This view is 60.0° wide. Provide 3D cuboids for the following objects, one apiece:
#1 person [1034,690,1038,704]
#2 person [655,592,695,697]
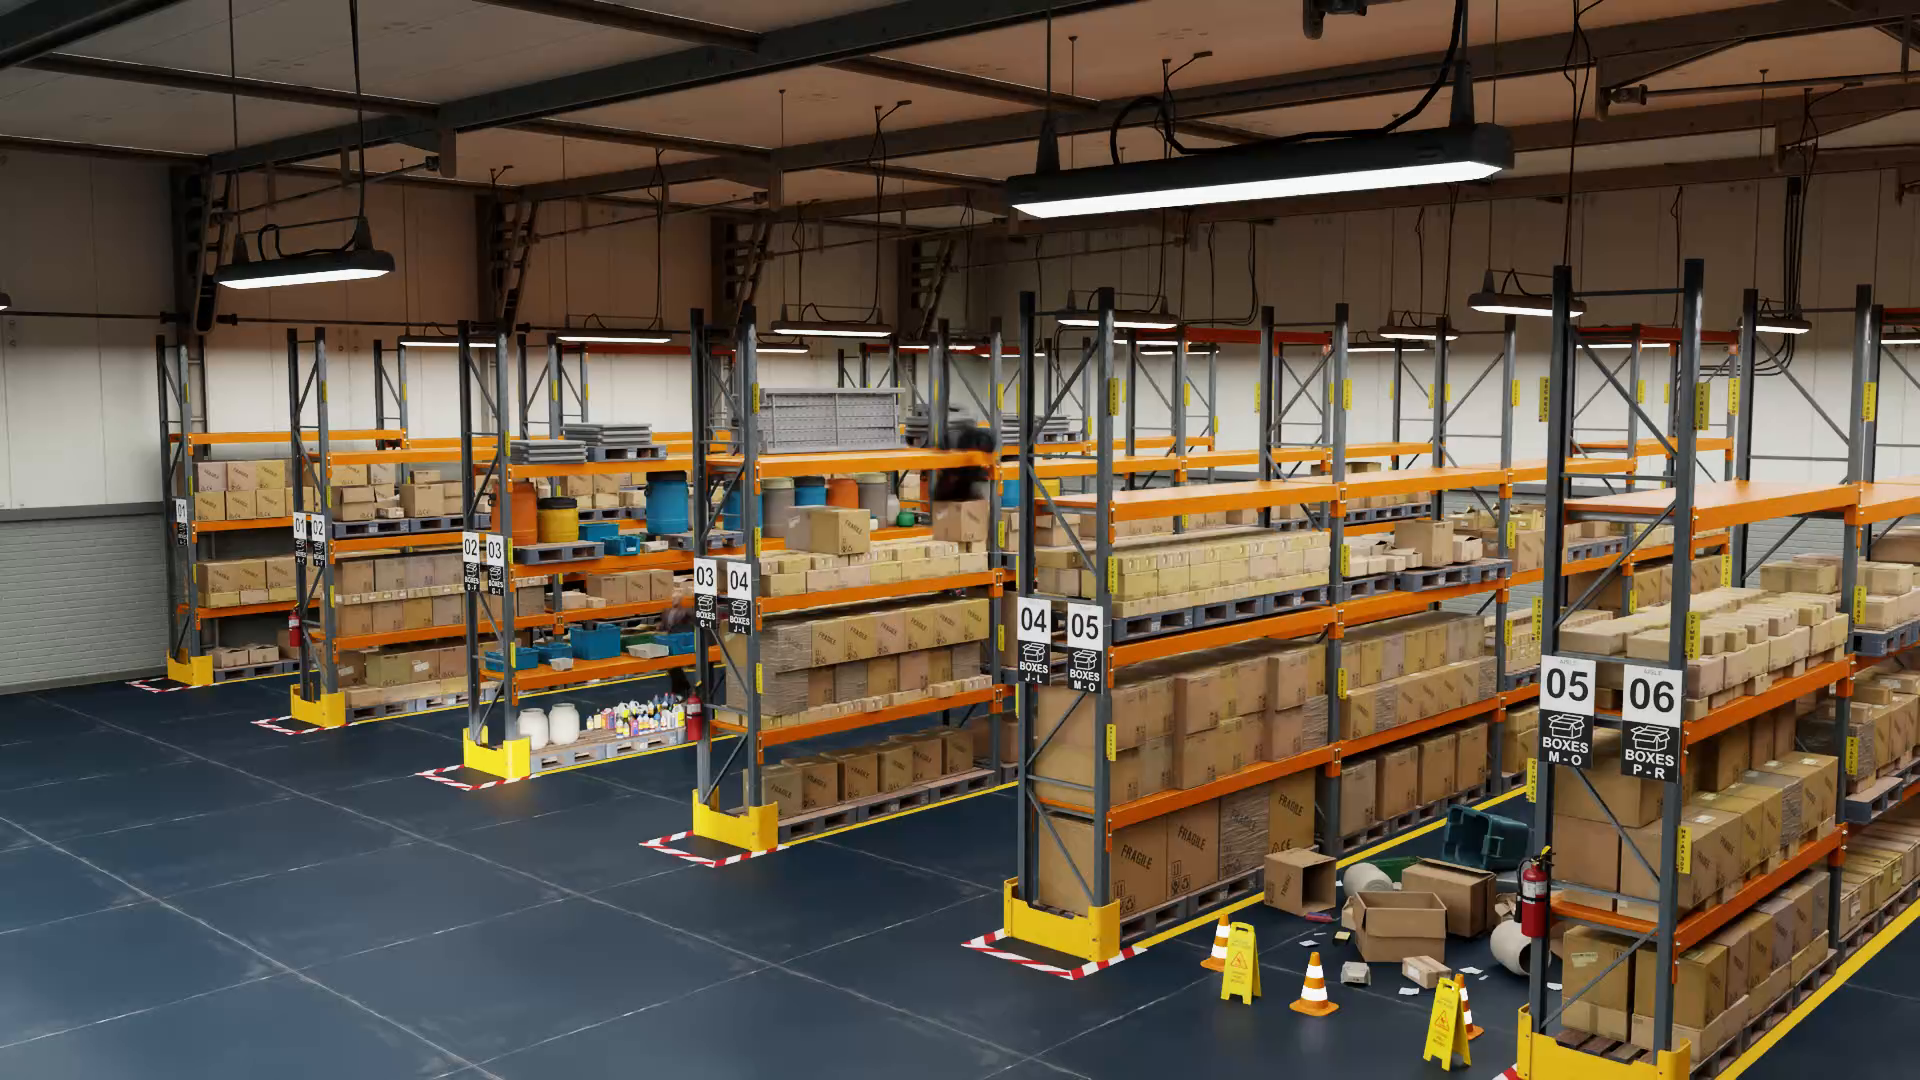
[{"bbox_3d":[1.275,1.784,26.633,0.585,1.807,0.909,4,7,39],"label":"person"},{"bbox_3d":[-4.608,1.753,26.964,0.685,1.826,0.776,4,7,36],"label":"person"}]
